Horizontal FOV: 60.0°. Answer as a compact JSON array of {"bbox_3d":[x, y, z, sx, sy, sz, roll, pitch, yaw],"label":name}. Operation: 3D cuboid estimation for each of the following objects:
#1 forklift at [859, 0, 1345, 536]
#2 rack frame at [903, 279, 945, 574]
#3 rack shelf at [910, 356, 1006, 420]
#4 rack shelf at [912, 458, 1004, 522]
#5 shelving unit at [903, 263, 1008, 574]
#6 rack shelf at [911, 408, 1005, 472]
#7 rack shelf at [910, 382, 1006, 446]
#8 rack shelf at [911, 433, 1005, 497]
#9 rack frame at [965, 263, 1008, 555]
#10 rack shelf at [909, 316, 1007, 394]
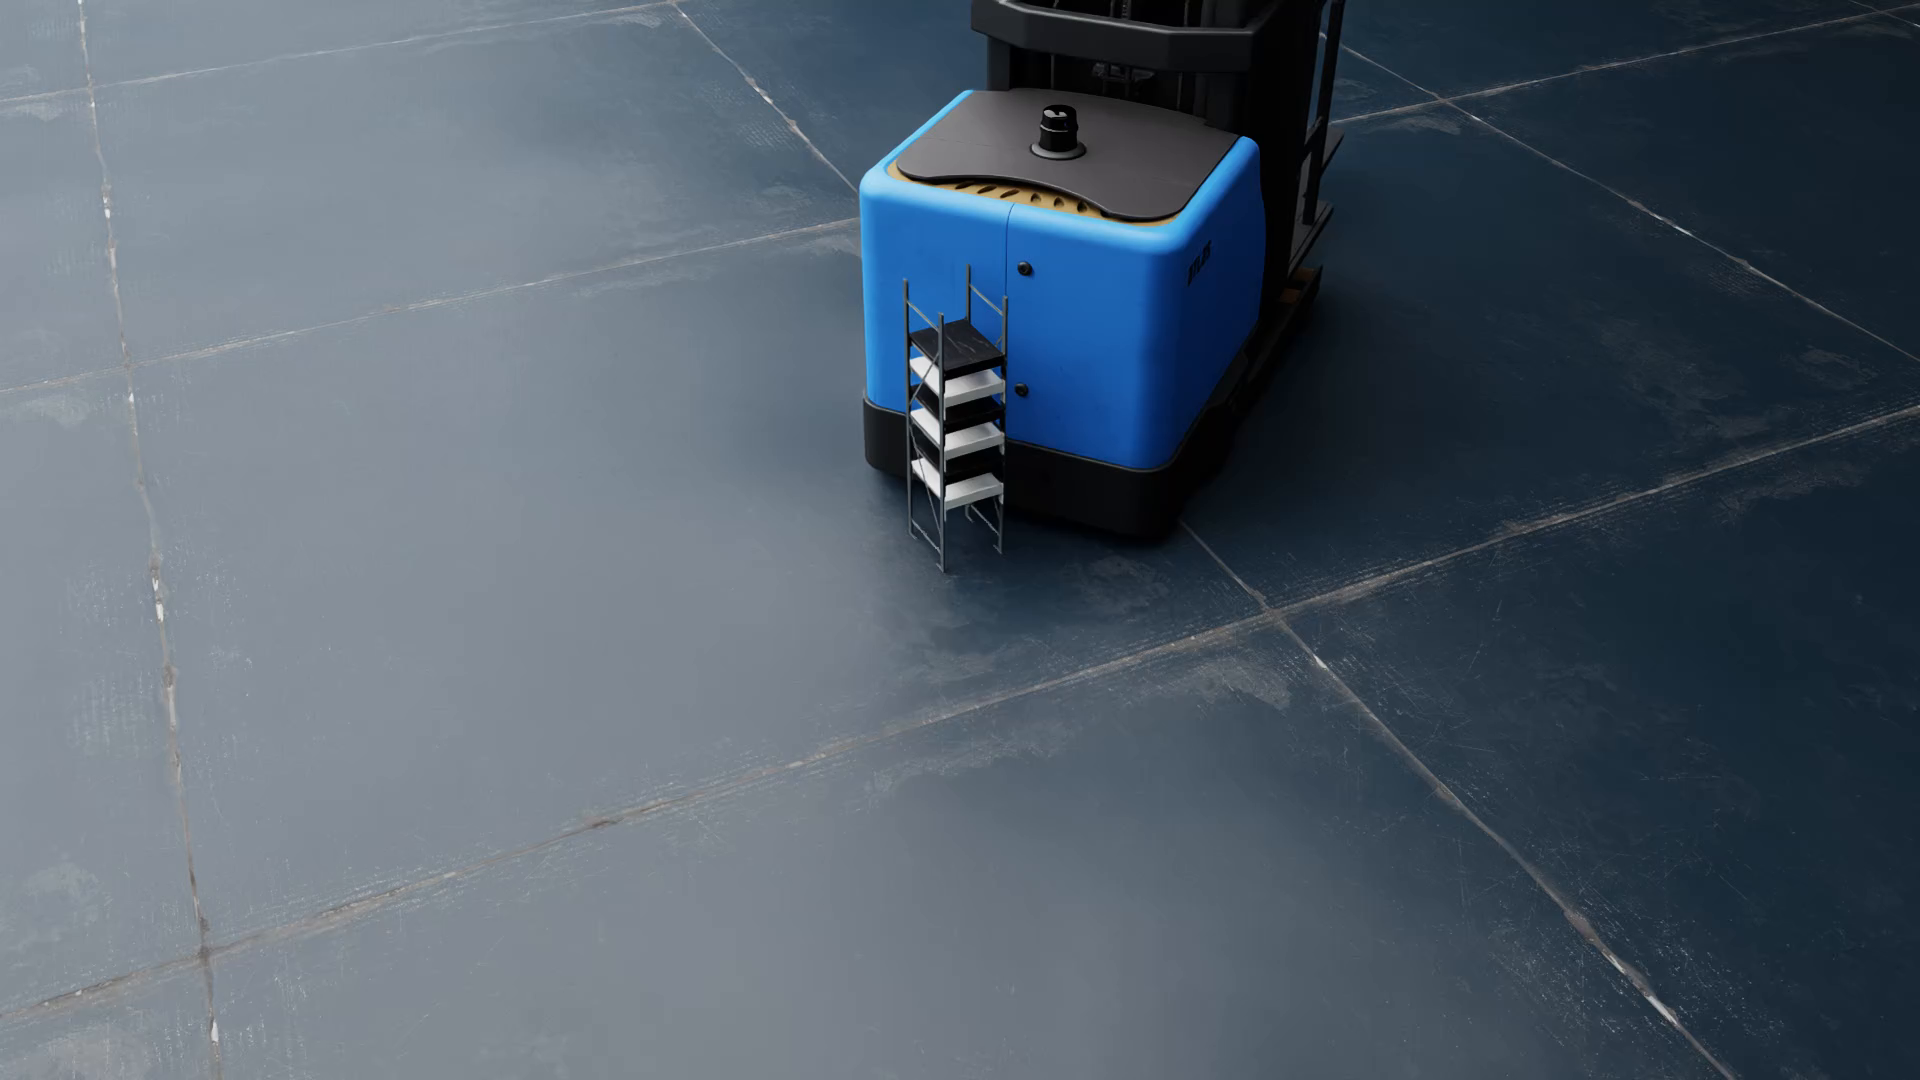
[{"bbox_3d":[0.753,-2.062,5.569,1.130,2.935,3.031,15,39,19],"label":"forklift"},{"bbox_3d":[-0.104,-0.321,4.927,0.006,0.900,0.240,-18,40,-22],"label":"rack frame"},{"bbox_3d":[-0.014,-0.467,4.878,0.200,0.077,0.258,-18,40,-22],"label":"rack shelf"},{"bbox_3d":[-0.014,-0.178,5.093,0.200,0.077,0.258,-18,40,-22],"label":"rack shelf"},{"bbox_3d":[-0.014,-0.349,4.966,0.210,0.900,0.258,-18,40,-22],"label":"shelving unit"},{"bbox_3d":[-0.014,-0.323,4.986,0.200,0.077,0.258,-18,40,-22],"label":"rack shelf"},{"bbox_3d":[-0.014,-0.395,4.932,0.200,0.077,0.258,-18,40,-22],"label":"rack shelf"},{"bbox_3d":[-0.014,-0.250,5.039,0.200,0.077,0.258,-18,40,-22],"label":"rack shelf"},{"bbox_3d":[0.076,-0.378,5.004,0.006,0.900,0.240,-18,40,-22],"label":"rack frame"},{"bbox_3d":[-0.014,-0.539,4.825,0.200,0.077,0.258,-18,40,-22],"label":"rack shelf"}]
